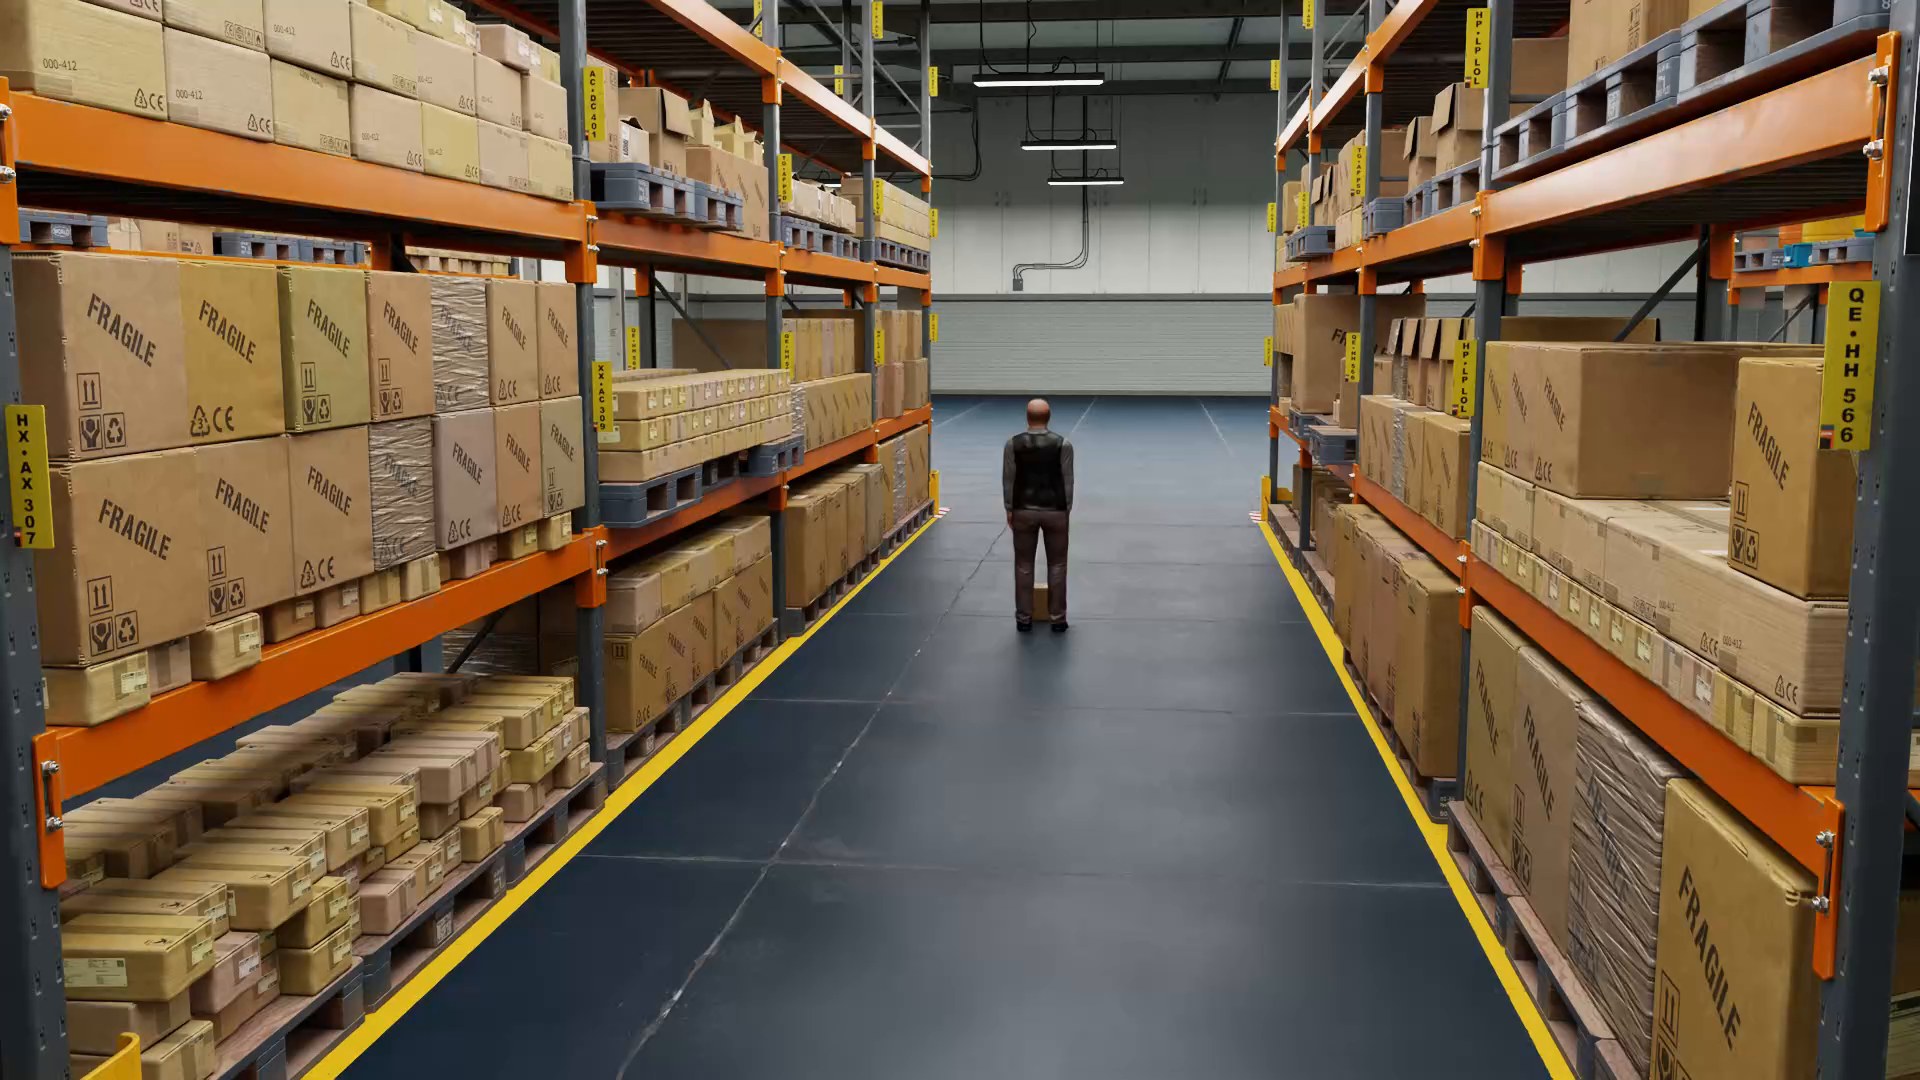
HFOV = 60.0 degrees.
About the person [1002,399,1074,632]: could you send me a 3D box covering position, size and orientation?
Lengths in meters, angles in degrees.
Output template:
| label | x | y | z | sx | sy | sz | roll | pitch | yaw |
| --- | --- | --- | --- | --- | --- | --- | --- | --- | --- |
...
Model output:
| label | x | y | z | sx | sy | sz | roll | pitch | yaw |
| --- | --- | --- | --- | --- | --- | --- | --- | --- | --- |
| person | 0.576 | -0.183 | 12.313 | 0.533 | 1.714 | 0.358 | 1 | 8 | 7 |
